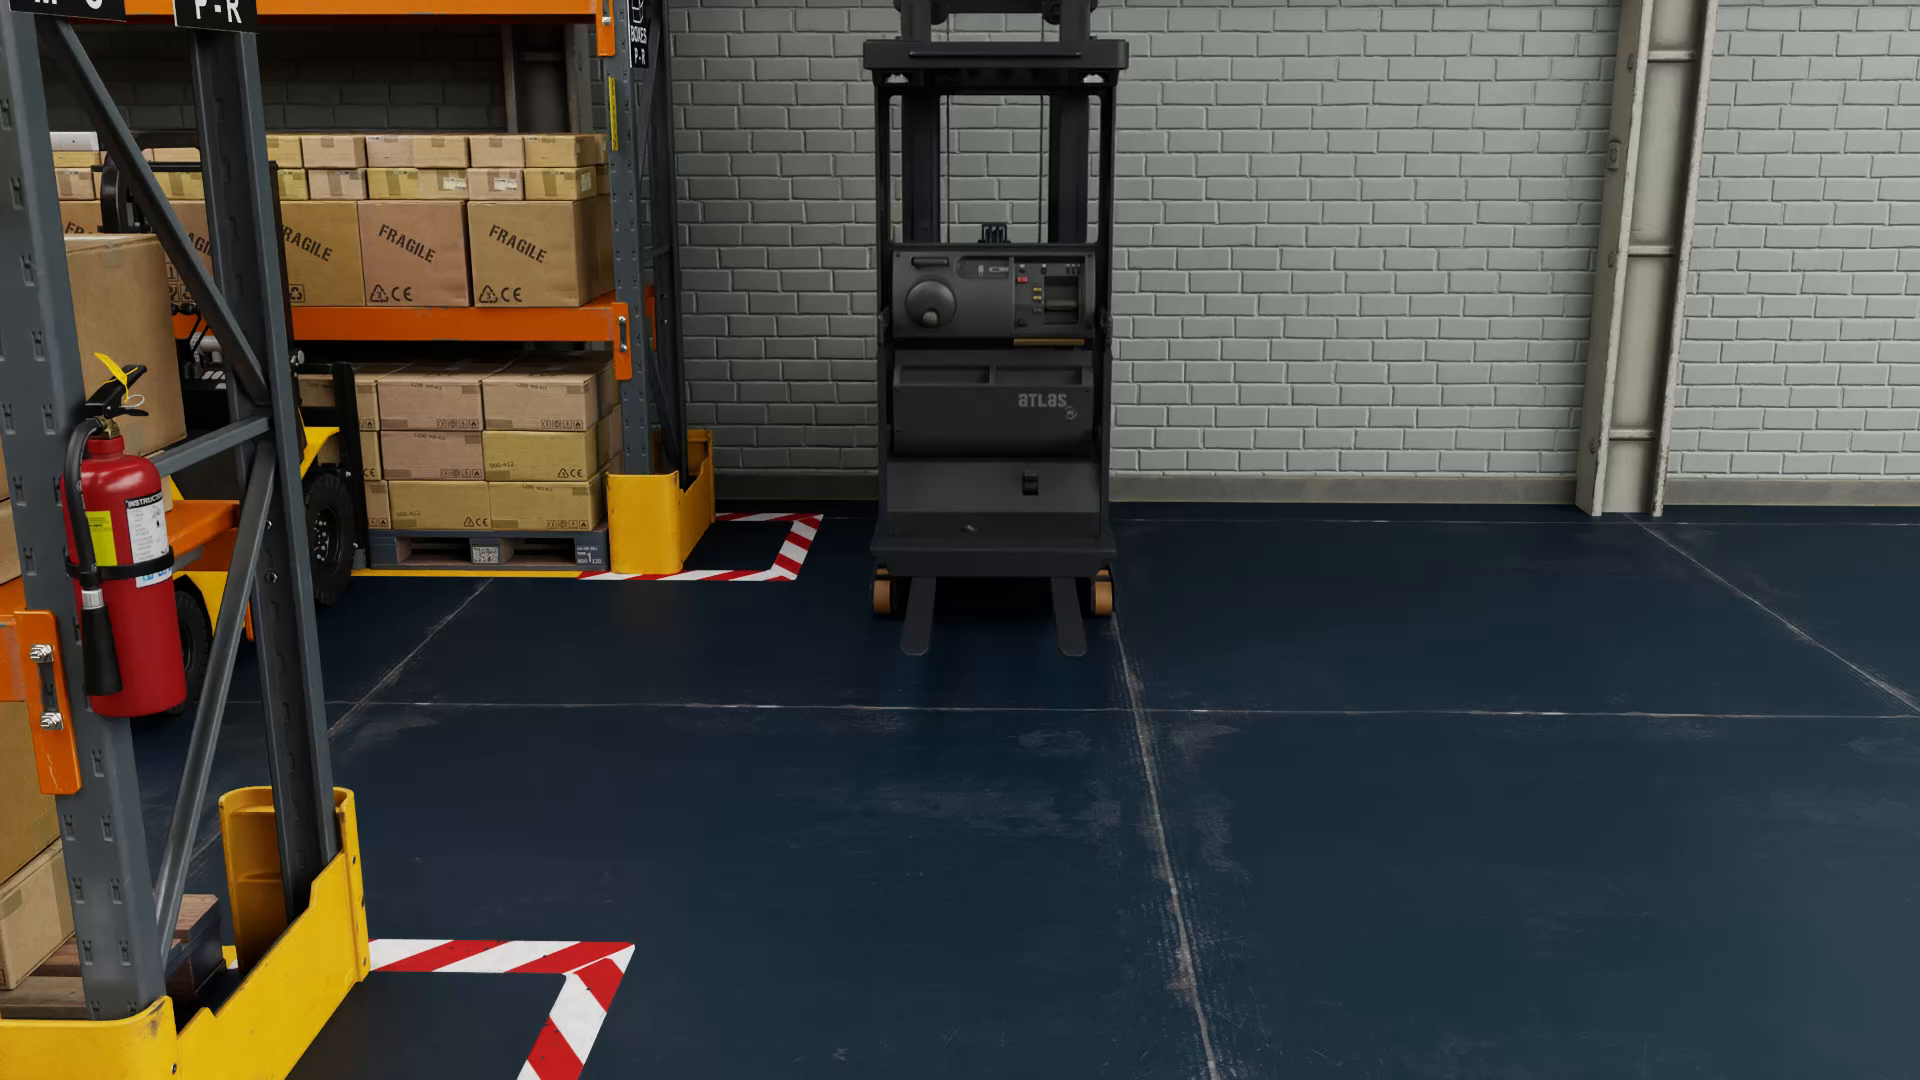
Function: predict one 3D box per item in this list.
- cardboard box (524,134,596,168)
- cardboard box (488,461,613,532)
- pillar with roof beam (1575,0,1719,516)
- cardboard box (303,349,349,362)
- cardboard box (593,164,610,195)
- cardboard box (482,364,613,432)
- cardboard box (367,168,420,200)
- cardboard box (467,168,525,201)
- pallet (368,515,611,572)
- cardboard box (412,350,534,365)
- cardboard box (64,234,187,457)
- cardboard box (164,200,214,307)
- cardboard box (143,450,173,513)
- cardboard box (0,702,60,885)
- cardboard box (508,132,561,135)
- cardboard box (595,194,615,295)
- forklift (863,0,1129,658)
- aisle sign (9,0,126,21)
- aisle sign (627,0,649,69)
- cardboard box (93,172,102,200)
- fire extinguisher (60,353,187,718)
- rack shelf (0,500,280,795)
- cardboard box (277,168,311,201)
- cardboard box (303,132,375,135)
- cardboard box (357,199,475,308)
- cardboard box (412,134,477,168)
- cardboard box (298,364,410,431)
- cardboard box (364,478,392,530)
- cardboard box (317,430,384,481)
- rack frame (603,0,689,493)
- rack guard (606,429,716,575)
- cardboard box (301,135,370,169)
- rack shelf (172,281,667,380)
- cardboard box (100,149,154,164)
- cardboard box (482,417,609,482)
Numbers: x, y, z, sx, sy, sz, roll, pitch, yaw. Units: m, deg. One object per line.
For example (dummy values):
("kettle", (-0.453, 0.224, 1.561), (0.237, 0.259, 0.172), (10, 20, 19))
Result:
("cardboard box", (-1.934, -1.884, 8.050), (0.250, 0.149, 0.380), (0, 15, 2))
("cardboard box", (-2.049, -0.225, 8.381), (0.500, 0.250, 0.500), (0, 15, 2))
("pillar with roof beam", (3.644, -3.428, 4.192), (0.400, 9.000, 9.100), (0, 15, 1))
("cardboard box", (-3.558, -0.851, 8.793), (0.500, 0.250, 0.500), (0, 15, 0))
("cardboard box", (-1.903, -1.860, 8.541), (0.250, 0.149, 0.380), (0, 15, 0))
("cardboard box", (-2.039, -0.710, 8.257), (0.500, 0.250, 0.500), (1, 15, 3))
("cardboard box", (-2.686, -1.738, 8.080), (0.250, 0.149, 0.380), (0, 15, 1))
("cardboard box", (-2.181, -1.716, 7.998), (0.250, 0.149, 0.380), (1, 15, 2))
("pallet", (-2.337, -0.075, 8.712), (1.213, 0.211, 1.003), (0, 15, 1))
("cardboard box", (-2.546, -0.840, 8.751), (0.500, 0.250, 0.500), (0, 15, 2))
("cardboard box", (-2.160, -0.430, 3.809), (0.500, 0.500, 0.500), (0, 15, 1))
("cardboard box", (-3.603, -1.423, 8.159), (0.500, 0.500, 0.500), (0, 15, 2))
("cardboard box", (-2.028, -0.097, 3.820), (0.250, 0.149, 0.380), (0, 15, 2))
("cardboard box", (-2.517, 0.525, 4.069), (0.500, 0.500, 0.500), (0, 15, 0))
("cardboard box", (-2.166, -2.010, 8.526), (0.250, 0.149, 0.380), (1, 15, 3))
("cardboard box", (-2.059, -1.552, 8.646), (0.500, 0.500, 0.500), (1, 15, 3))
("forklift", (0.154, -1.150, 7.453), (1.130, 2.935, 3.031), (0, 15, 1))
("aisle sign", (-1.640, -1.346, 2.966), (0.004, 0.787, 0.394), (0, 15, 1))
("aisle sign", (-1.513, -2.611, 7.761), (0.004, 0.787, 0.394), (0, 15, 1))
("cardboard box", (-3.979, -1.733, 8.060), (0.250, 0.149, 0.380), (0, 15, 0))
("fire extinguisher", (-1.591, -0.008, 3.141), (0.183, 0.674, 0.296), (0, 15, 1))
("rack shelf", (-3.693, 0.171, 3.721), (4.000, 0.370, 1.077), (0, 15, 1))
("cardboard box", (-3.208, -1.724, 8.028), (0.250, 0.149, 0.380), (0, 15, 2))
("cardboard box", (-3.197, -2.028, 8.596), (0.250, 0.149, 0.380), (0, 15, 0))
("cardboard box", (-2.588, -1.420, 8.145), (0.500, 0.500, 0.500), (1, 15, 3))
("cardboard box", (-2.444, -1.872, 8.006), (0.250, 0.149, 0.380), (1, 15, 3))
("cardboard box", (-3.055, -0.712, 8.267), (0.500, 0.250, 0.500), (1, 15, 2))
("cardboard box", (-3.046, -0.237, 8.424), (0.500, 0.250, 0.500), (1, 15, 2))
("cardboard box", (-3.083, -0.472, 8.336), (0.500, 0.250, 0.500), (0, 15, 0))
("rack frame", (-1.571, -1.429, 8.378), (0.127, 3.000, 1.000), (0, 15, 1))
("rack guard", (-1.547, -0.221, 8.696), (0.348, 0.500, 1.175), (0, 15, 1))
("cardboard box", (-2.954, -1.866, 7.983), (0.250, 0.149, 0.380), (1, 15, 3))
("rack shelf", (-3.570, -1.095, 8.519), (4.000, 0.370, 1.077), (0, 15, 1))
("cardboard box", (-3.969, -1.895, 8.093), (0.250, 0.149, 0.380), (0, 15, 1))
("cardboard box", (-2.066, -0.468, 8.321), (0.500, 0.250, 0.500), (0, 15, 1))
